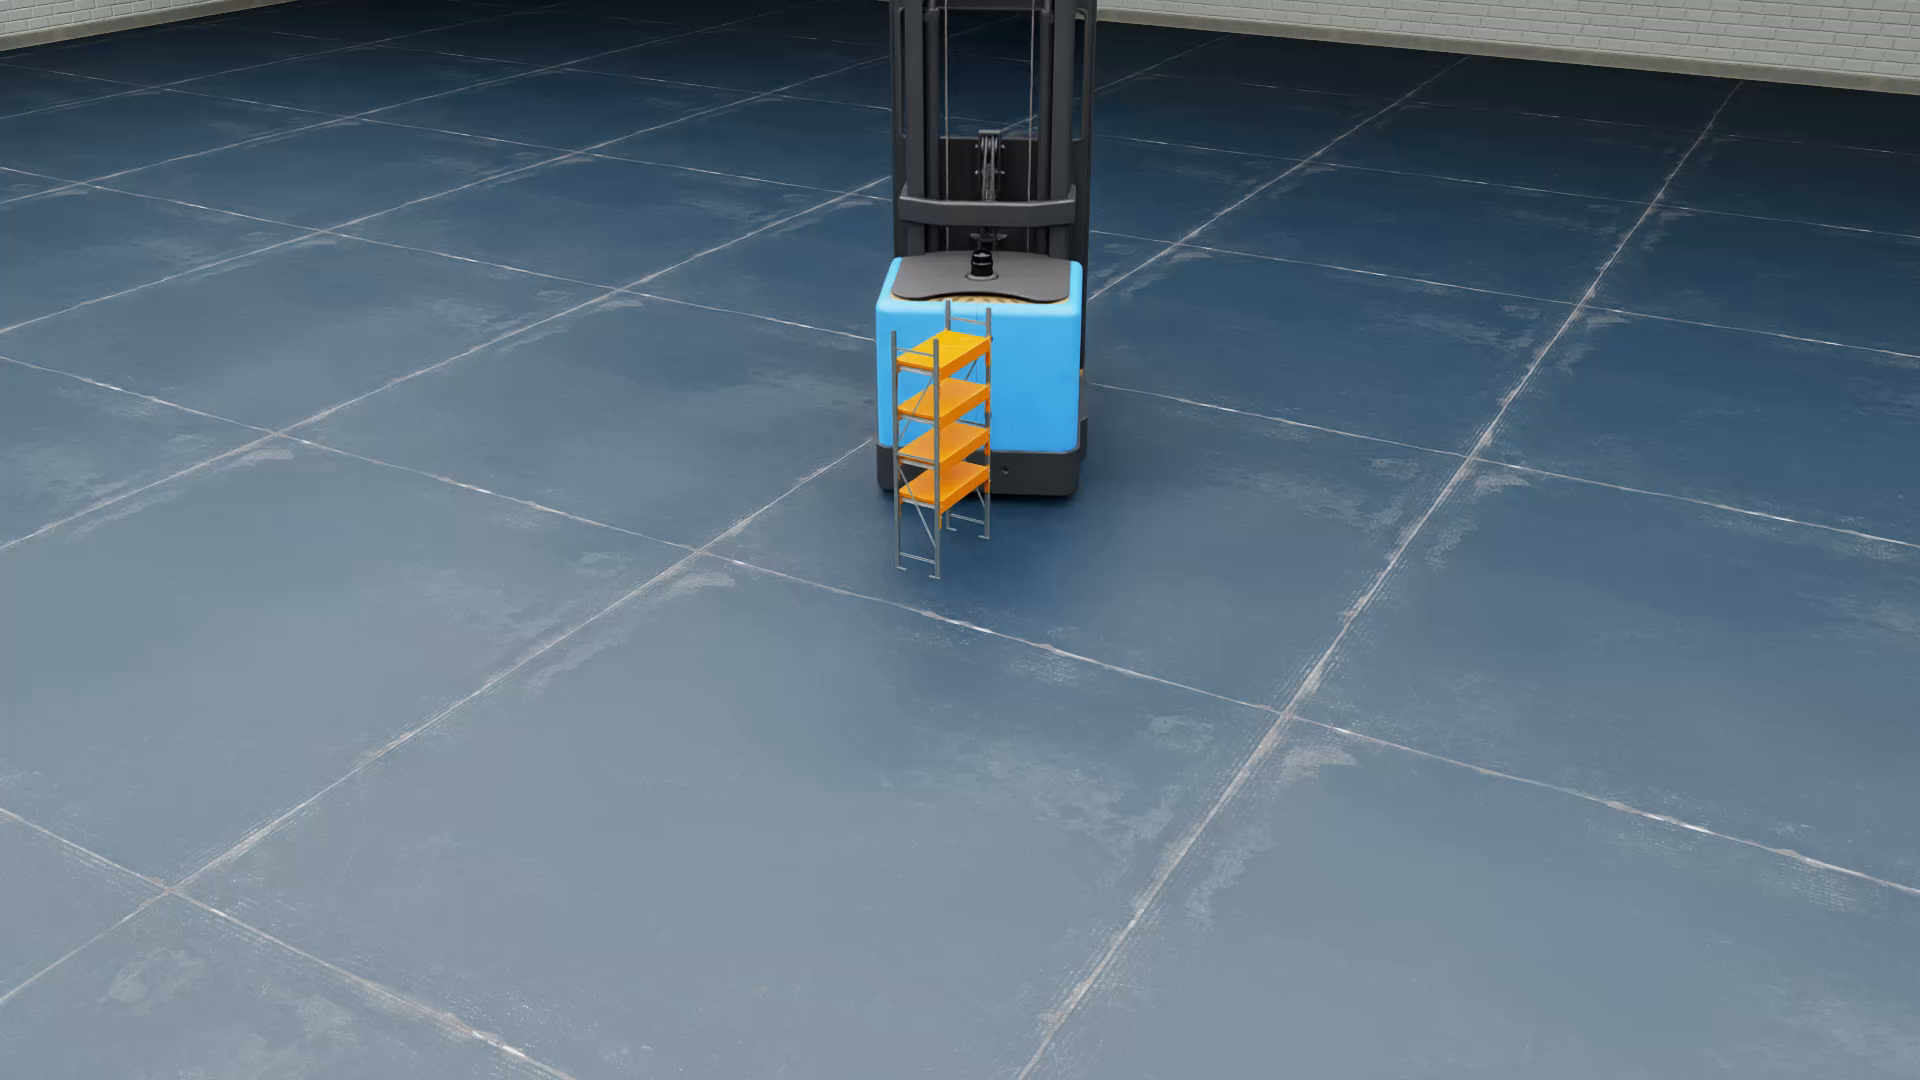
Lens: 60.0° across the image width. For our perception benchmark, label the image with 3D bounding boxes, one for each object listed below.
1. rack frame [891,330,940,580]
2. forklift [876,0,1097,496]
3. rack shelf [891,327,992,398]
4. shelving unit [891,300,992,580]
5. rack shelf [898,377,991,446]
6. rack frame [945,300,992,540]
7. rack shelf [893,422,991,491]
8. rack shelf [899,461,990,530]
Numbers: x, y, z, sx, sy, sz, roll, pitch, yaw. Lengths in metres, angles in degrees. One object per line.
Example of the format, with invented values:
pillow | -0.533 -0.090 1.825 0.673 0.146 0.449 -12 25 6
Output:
rack frame | -0.201 -0.377 7.663 0.240 1.200 0.015 14 30 26
forklift | 0.192 -2.163 9.297 1.130 2.935 3.031 2 27 4
rack shelf | -0.081 -0.823 7.677 0.258 0.148 0.480 14 30 26
shelving unit | -0.081 -0.472 7.853 0.258 1.200 0.503 14 30 26
rack shelf | -0.081 -0.612 7.783 0.258 0.148 0.480 14 30 26
rack frame | 0.039 -0.567 8.043 0.240 1.200 0.015 14 30 26
rack shelf | -0.081 -0.412 7.883 0.258 0.148 0.480 14 30 26
rack shelf | -0.081 -0.234 7.972 0.258 0.148 0.480 14 30 26
